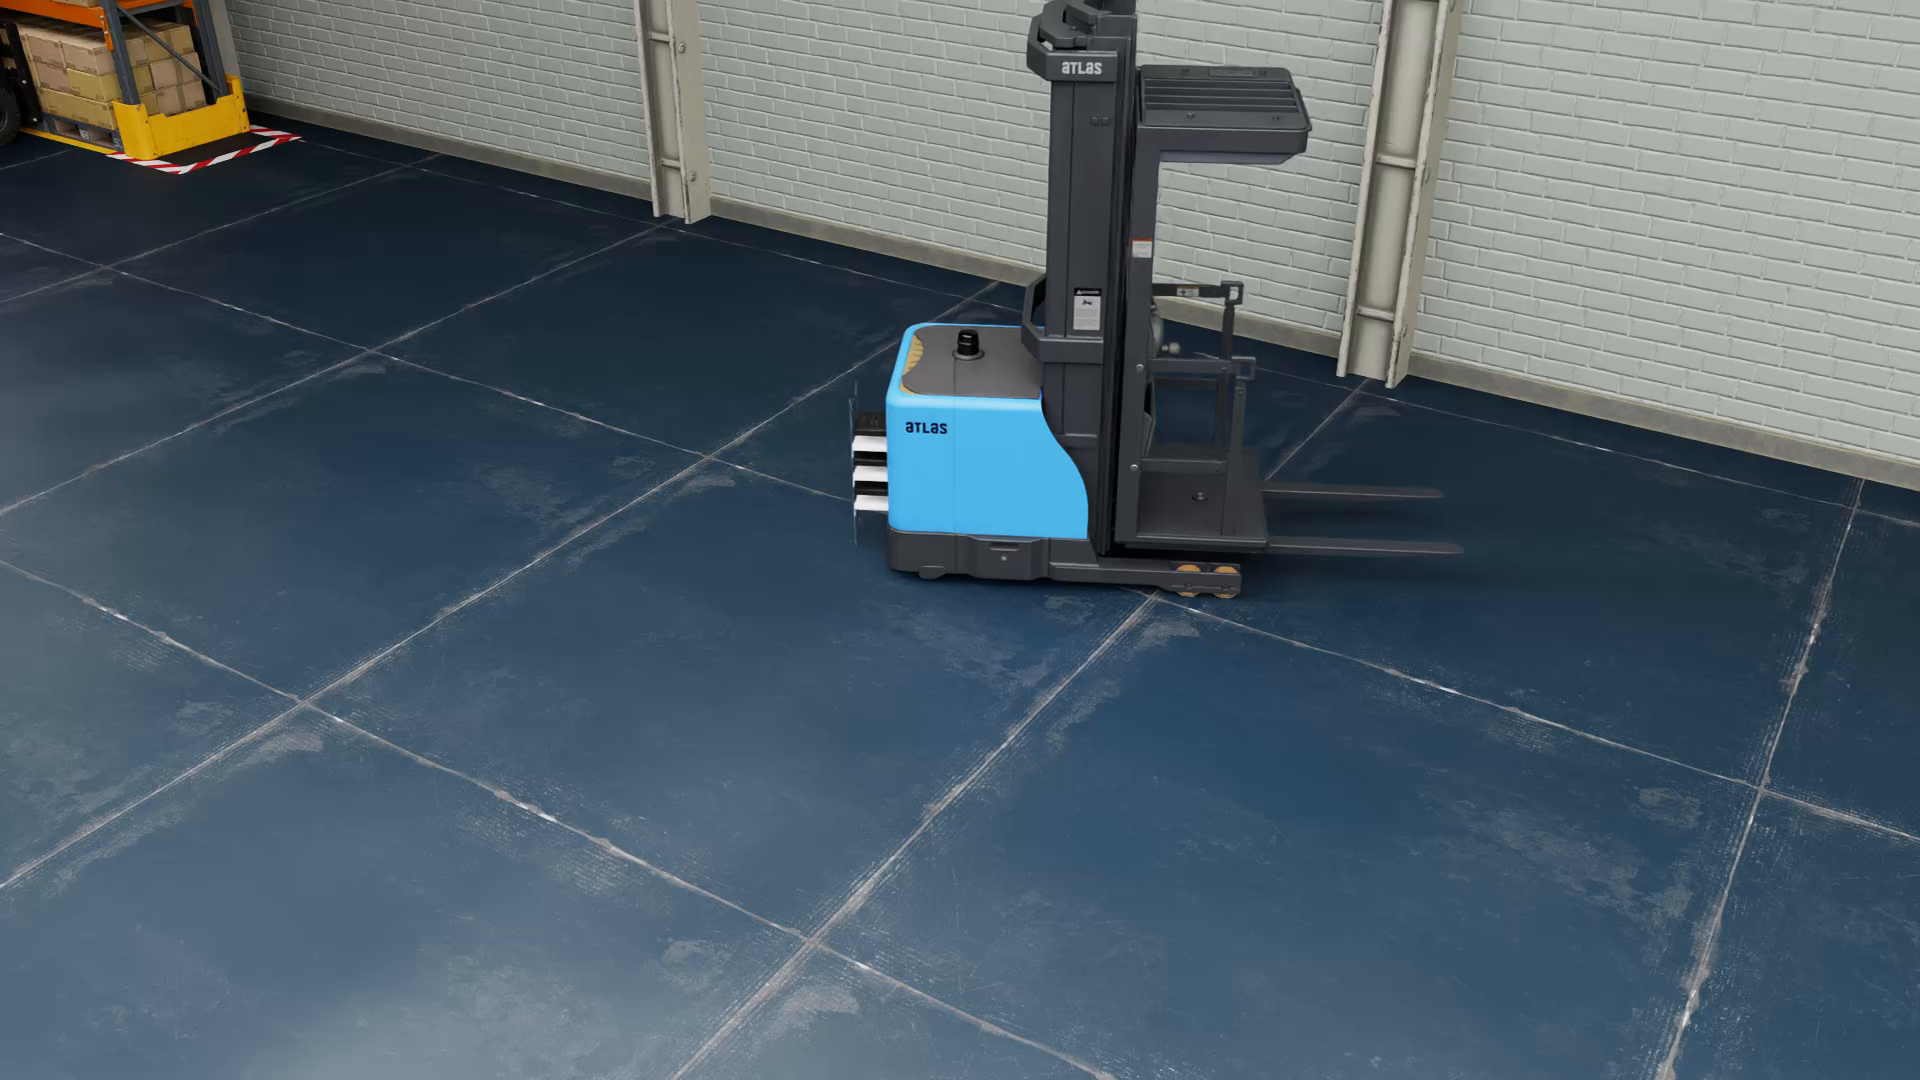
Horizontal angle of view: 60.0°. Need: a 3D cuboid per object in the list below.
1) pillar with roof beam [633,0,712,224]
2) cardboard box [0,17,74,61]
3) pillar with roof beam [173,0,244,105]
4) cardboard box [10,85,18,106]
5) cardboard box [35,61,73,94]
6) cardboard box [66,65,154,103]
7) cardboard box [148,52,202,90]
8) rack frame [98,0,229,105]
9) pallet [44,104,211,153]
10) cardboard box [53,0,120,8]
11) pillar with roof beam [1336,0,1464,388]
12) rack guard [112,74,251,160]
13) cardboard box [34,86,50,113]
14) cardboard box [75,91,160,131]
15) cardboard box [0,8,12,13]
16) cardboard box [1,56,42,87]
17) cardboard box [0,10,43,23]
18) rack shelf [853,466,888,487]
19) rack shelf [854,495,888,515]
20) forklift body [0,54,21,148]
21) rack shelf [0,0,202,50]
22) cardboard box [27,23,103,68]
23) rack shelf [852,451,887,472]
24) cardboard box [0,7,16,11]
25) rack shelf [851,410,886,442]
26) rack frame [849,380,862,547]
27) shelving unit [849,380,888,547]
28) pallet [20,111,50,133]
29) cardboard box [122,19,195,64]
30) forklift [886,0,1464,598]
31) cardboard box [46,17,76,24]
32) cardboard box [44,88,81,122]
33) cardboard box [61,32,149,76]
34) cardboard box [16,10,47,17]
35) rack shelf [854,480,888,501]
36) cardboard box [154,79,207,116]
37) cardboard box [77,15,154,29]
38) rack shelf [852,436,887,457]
[{"bbox_3d":[-4.603,-4.773,8.501,0.400,9.000,9.100,18,35,27],"label":"pillar with roof beam"},{"bbox_3d":[-8.710,-4.736,15.712,0.500,0.250,0.500,18,35,28],"label":"cardboard box"},{"bbox_3d":[-9.685,-6.380,11.256,0.400,9.000,9.100,18,35,27],"label":"pillar with roof beam"},{"bbox_3d":[-9.139,-4.445,16.204,0.500,0.250,0.500,19,35,29],"label":"cardboard box"},{"bbox_3d":[-8.283,-4.401,15.633,0.500,0.250,0.500,17,34,27],"label":"cardboard box"},{"bbox_3d":[-7.864,-4.262,15.394,0.500,0.250,0.500,17,34,27],"label":"cardboard box"},{"bbox_3d":[-7.574,-4.479,15.767,0.500,0.250,0.500,18,35,28],"label":"cardboard box"},{"bbox_3d":[-7.286,-5.055,14.939,0.127,3.000,1.000,18,35,27],"label":"rack frame"},{"bbox_3d":[-7.956,-4.038,15.962,1.213,0.211,1.003,18,35,27],"label":"pallet"},{"bbox_3d":[-7.842,-5.118,14.947,0.500,0.500,0.500,17,34,26],"label":"cardboard box"},{"bbox_3d":[0.479,-3.166,5.746,0.400,9.000,9.100,18,35,27],"label":"pillar with roof beam"},{"bbox_3d":[-7.266,-3.969,15.557,0.348,0.500,1.175,18,35,27],"label":"rack guard"},{"bbox_3d":[-8.687,-4.315,15.982,0.500,0.250,0.500,18,35,28],"label":"cardboard box"},{"bbox_3d":[-7.852,-4.040,15.510,0.500,0.250,0.500,18,35,28],"label":"cardboard box"},{"bbox_3d":[-9.576,-5.019,16.196,0.500,0.250,0.500,19,35,29],"label":"cardboard box"},{"bbox_3d":[-8.732,-4.530,15.854,0.500,0.250,0.500,17,34,26],"label":"cardboard box"},{"bbox_3d":[-9.135,-4.875,15.950,0.500,0.250,0.500,17,34,26],"label":"cardboard box"},{"bbox_3d":[-0.466,-0.379,9.073,0.200,0.077,0.258,2,30,4],"label":"rack shelf"},{"bbox_3d":[-0.466,-0.224,9.164,0.200,0.077,0.258,2,30,4],"label":"rack shelf"},{"bbox_3d":[-9.862,-4.418,14.688,1.214,2.155,2.313,18,35,27],"label":"forklift body"},{"bbox_3d":[-8.980,-5.280,16.038,4.000,0.370,1.077,18,35,27],"label":"rack shelf"},{"bbox_3d":[-8.277,-4.605,15.487,0.500,0.250,0.500,18,35,28],"label":"cardboard box"},{"bbox_3d":[-0.466,-0.457,9.028,0.200,0.077,0.258,2,30,4],"label":"rack shelf"},{"bbox_3d":[-9.296,-5.233,16.562,0.500,0.250,0.500,18,35,28],"label":"cardboard box"},{"bbox_3d":[-0.466,-0.613,8.937,0.200,0.077,0.258,2,30,4],"label":"rack shelf"},{"bbox_3d":[-0.568,-0.412,9.064,0.006,0.900,0.240,2,30,4],"label":"rack frame"},{"bbox_3d":[-0.466,-0.408,9.057,0.210,0.900,0.258,2,30,4],"label":"shelving unit"},{"bbox_3d":[-8.985,-4.365,16.523,1.213,0.211,1.003,18,35,27],"label":"pallet"},{"bbox_3d":[-7.592,-4.690,15.633,0.500,0.250,0.500,17,34,27],"label":"cardboard box"},{"bbox_3d":[1.155,-1.240,8.468,3.031,2.935,1.130,2,30,4],"label":"forklift"},{"bbox_3d":[-8.435,-4.961,16.097,0.500,0.250,0.500,17,34,27],"label":"cardboard box"},{"bbox_3d":[-8.268,-4.177,15.745,0.500,0.250,0.500,18,35,27],"label":"cardboard box"},{"bbox_3d":[-7.842,-4.471,15.257,0.500,0.250,0.500,19,35,29],"label":"cardboard box"},{"bbox_3d":[-8.866,-5.101,16.337,0.500,0.250,0.500,17,34,26],"label":"cardboard box"},{"bbox_3d":[-0.466,-0.302,9.119,0.200,0.077,0.258,2,30,4],"label":"rack shelf"},{"bbox_3d":[-7.598,-4.264,15.894,0.500,0.250,0.500,18,35,28],"label":"cardboard box"},{"bbox_3d":[-8.018,-4.823,15.860,0.500,0.250,0.500,18,35,27],"label":"cardboard box"},{"bbox_3d":[-0.466,-0.535,8.983,0.200,0.077,0.258,2,30,4],"label":"rack shelf"}]
